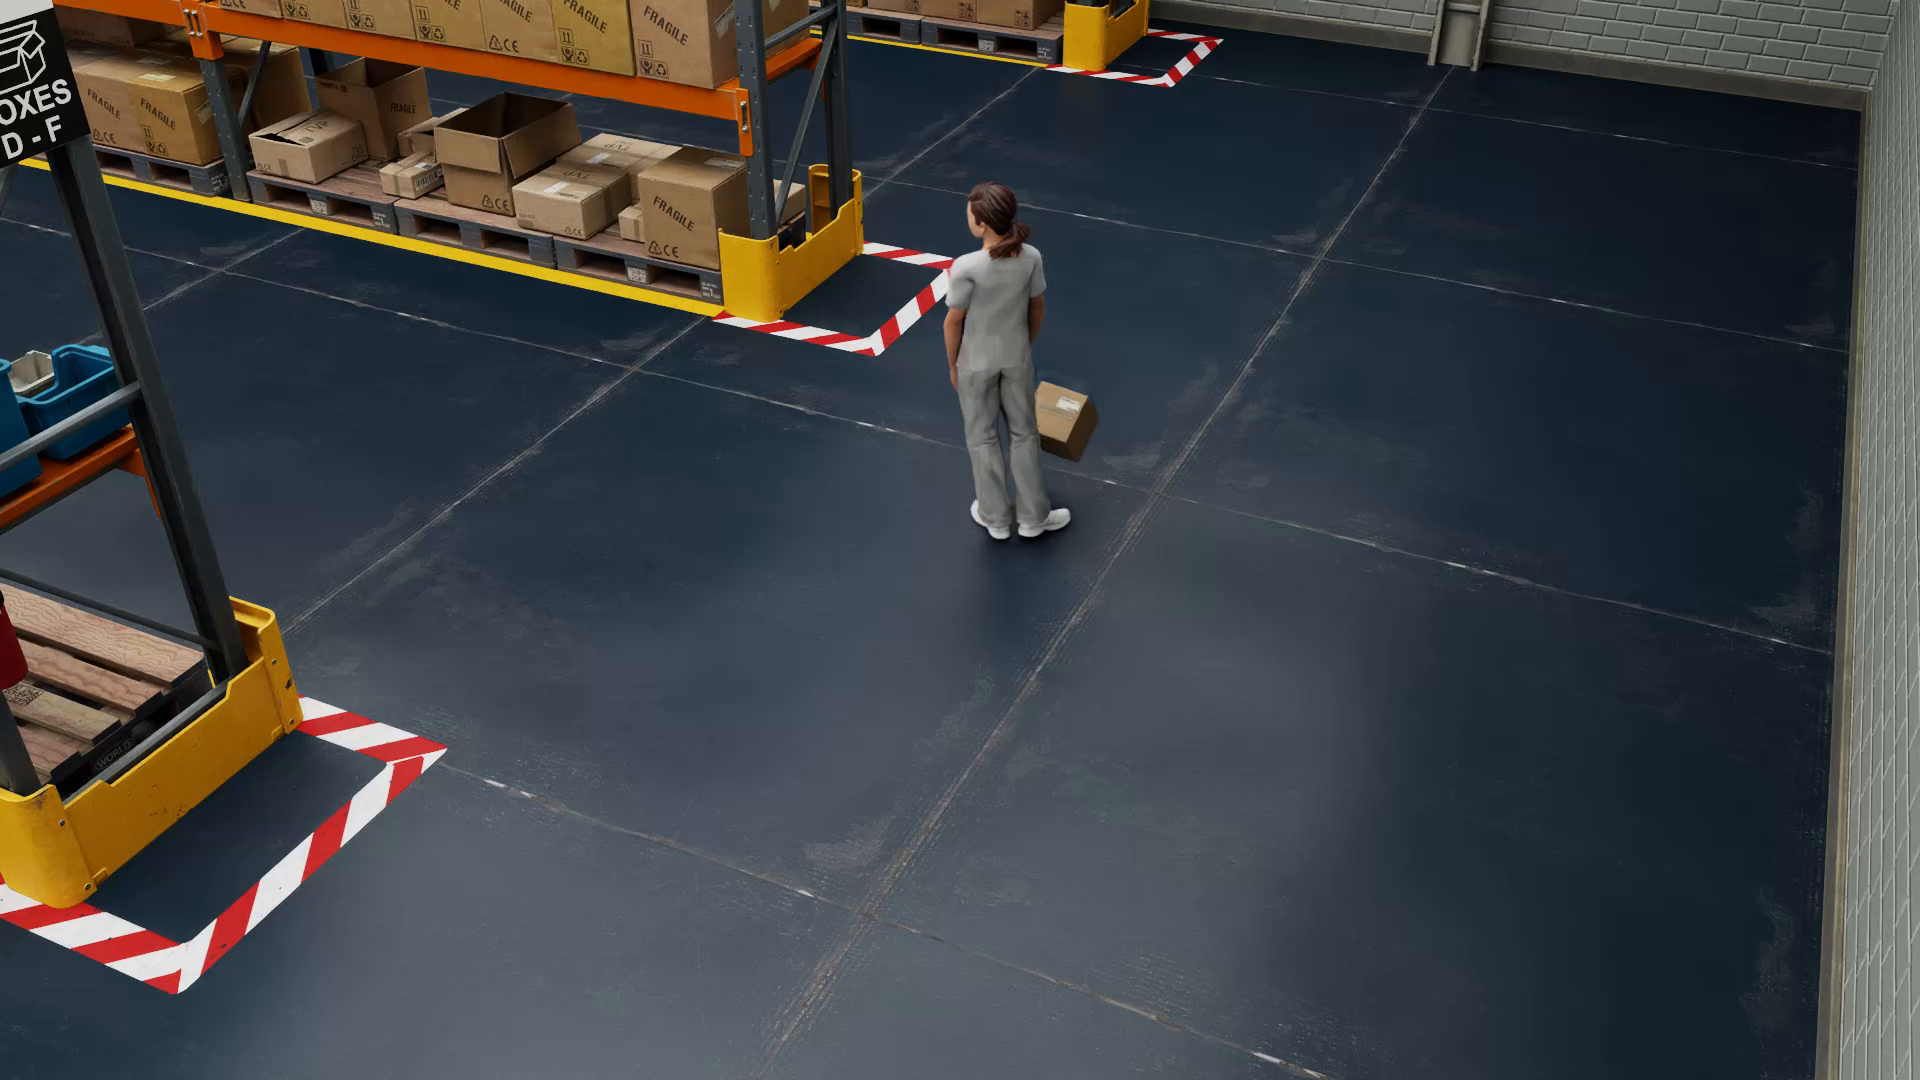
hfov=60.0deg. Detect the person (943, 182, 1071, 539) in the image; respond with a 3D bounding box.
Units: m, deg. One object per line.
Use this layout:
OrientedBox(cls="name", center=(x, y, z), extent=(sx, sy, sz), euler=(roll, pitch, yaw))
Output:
OrientedBox(cls="person", center=(0.212, -0.762, 7.272), extent=(0.602, 1.657, 0.391), euler=(-11, 35, -15))
